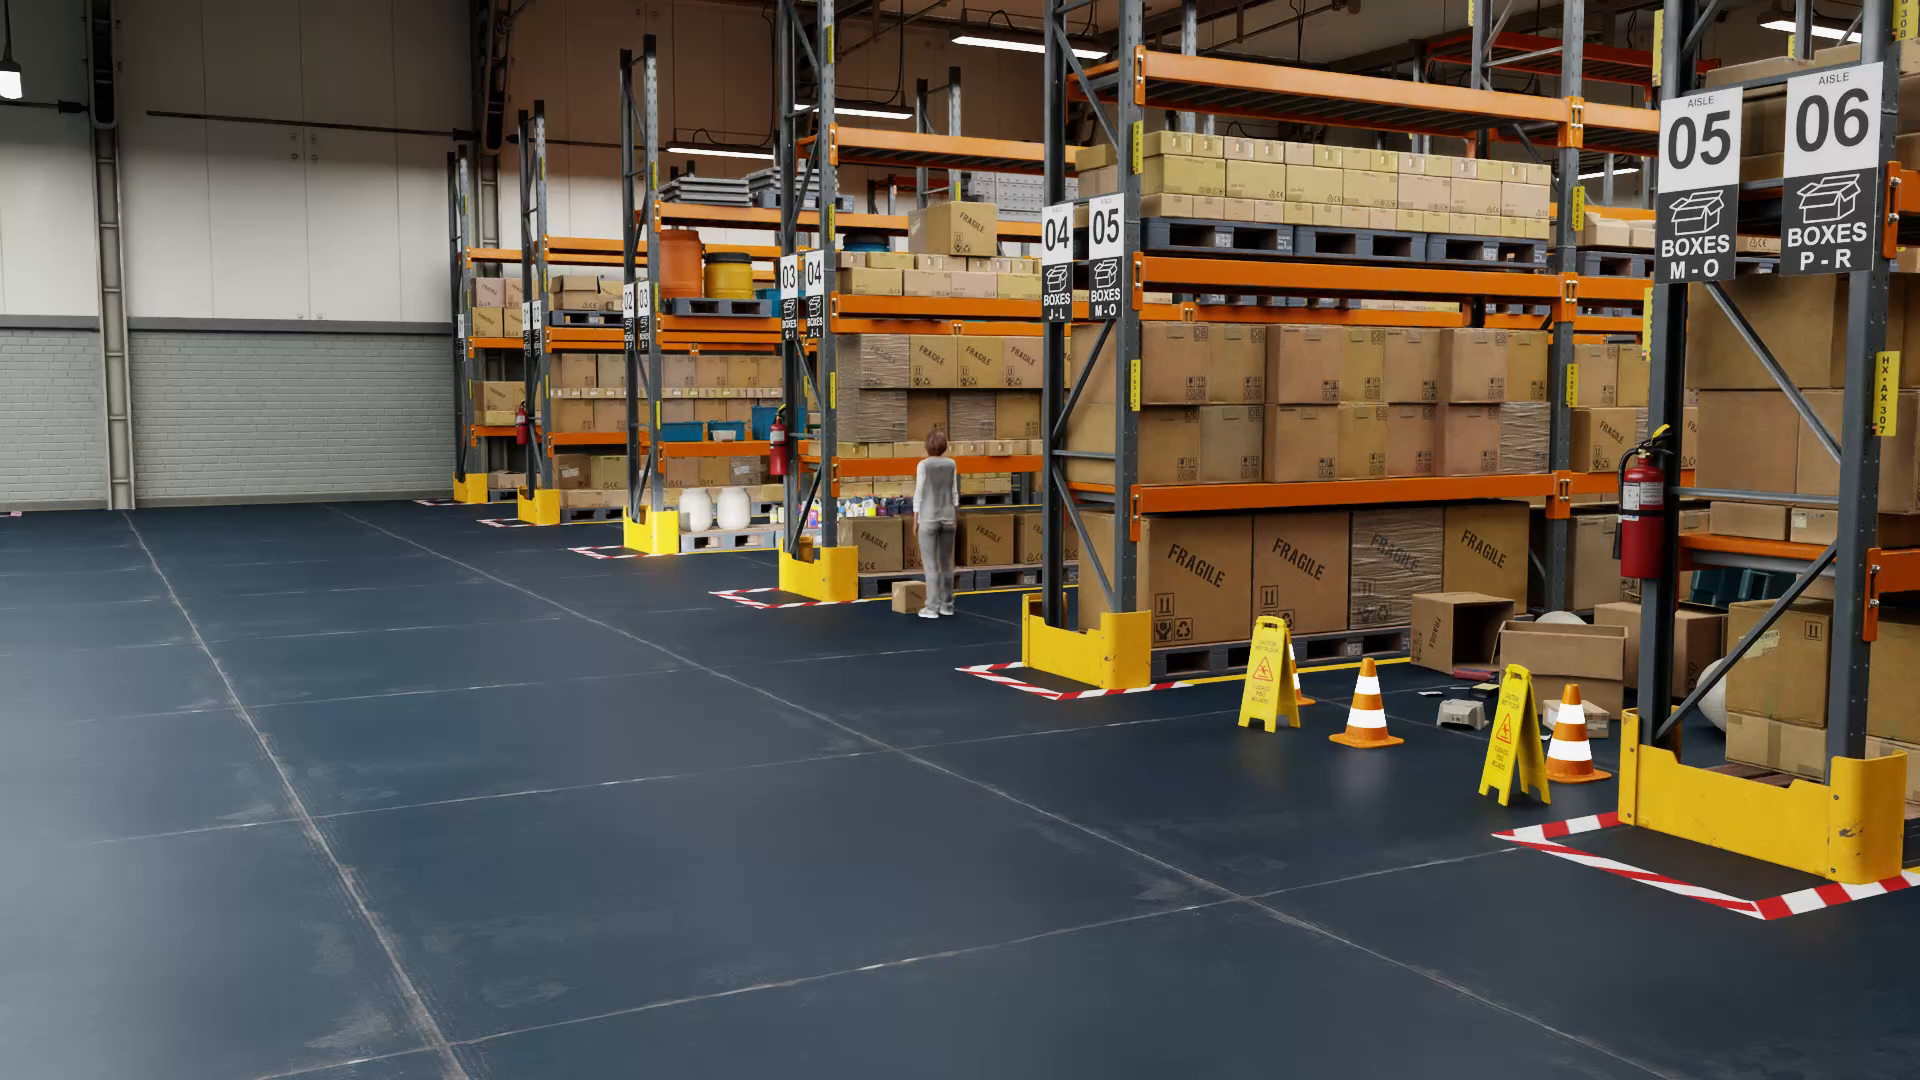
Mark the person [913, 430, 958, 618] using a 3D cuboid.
[{"bbox_3d":[-0.231,-0.139,14.180,0.408,1.598,0.426,-3,6,-28],"label":"person"}]
